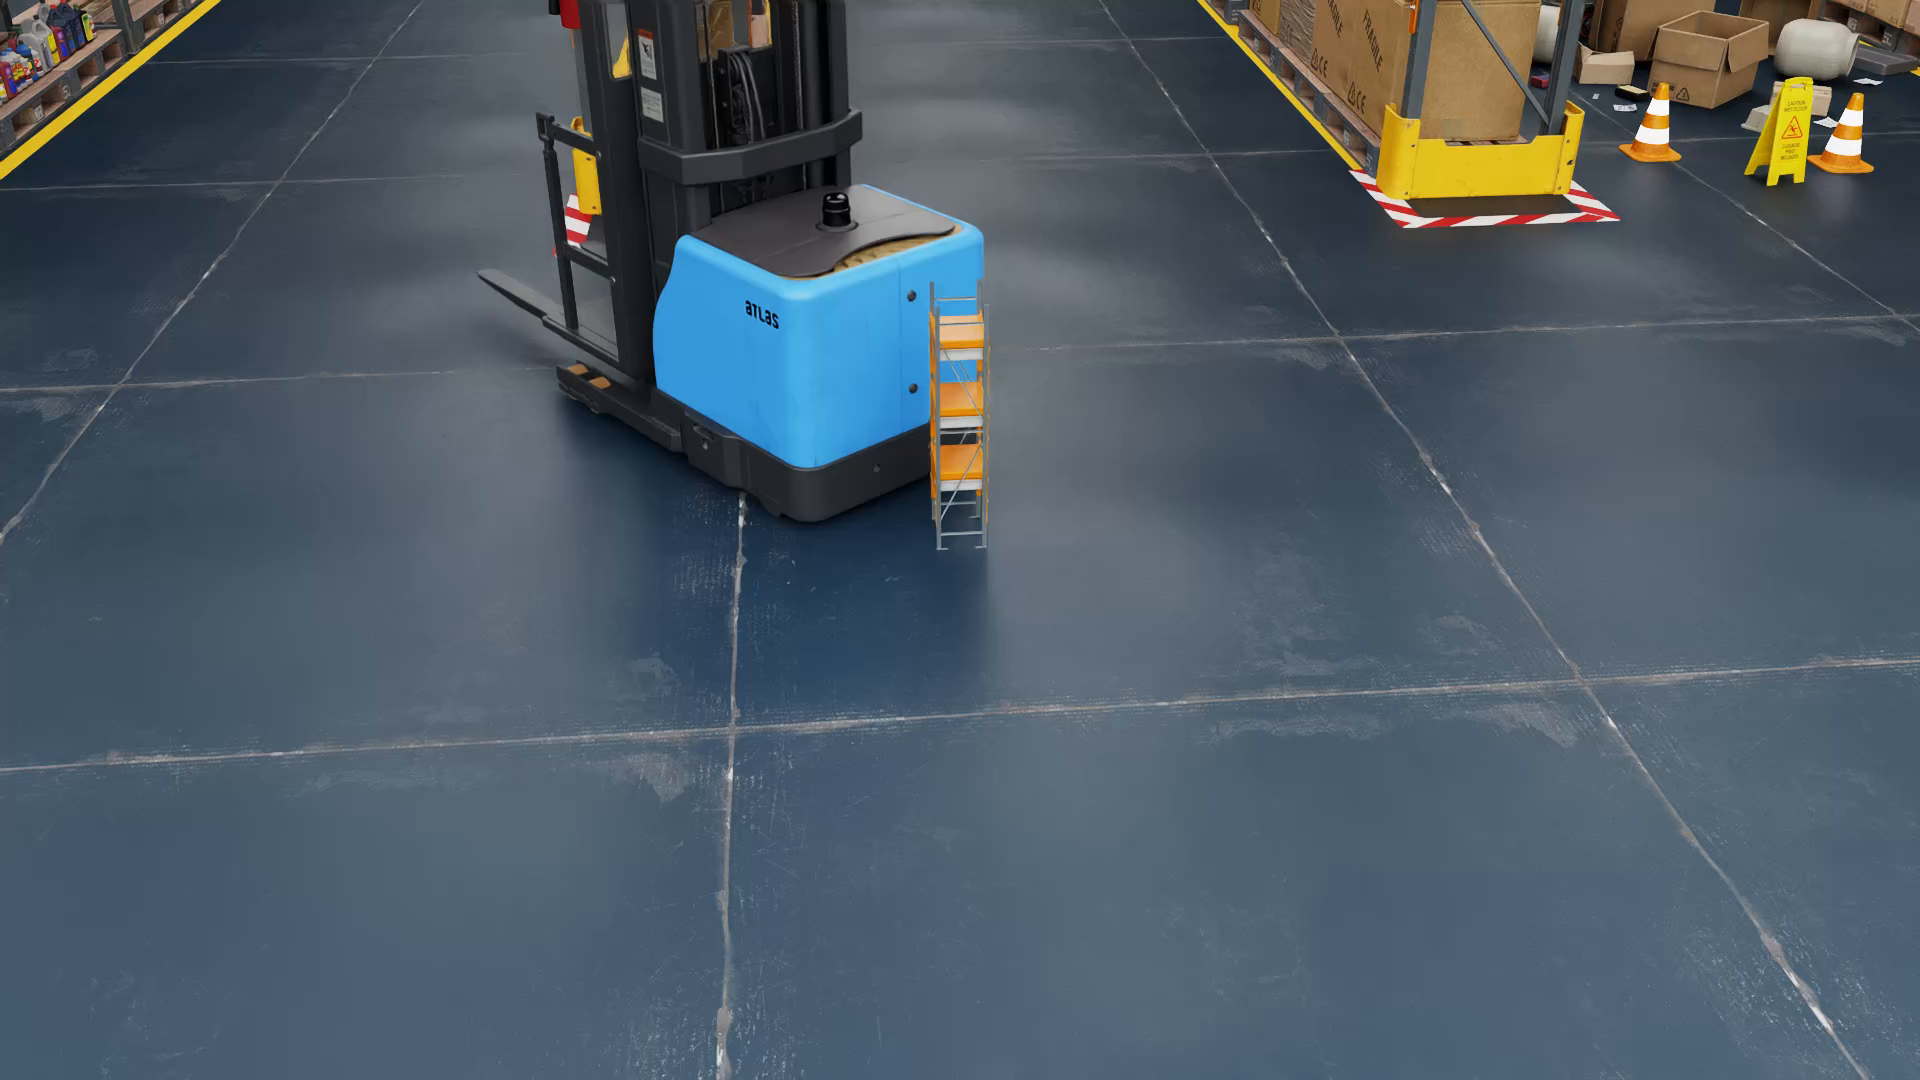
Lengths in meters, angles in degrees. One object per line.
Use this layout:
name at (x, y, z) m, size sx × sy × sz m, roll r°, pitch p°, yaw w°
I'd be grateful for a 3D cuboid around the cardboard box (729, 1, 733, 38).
cardboard box at (-2.045, -3.981, 12.517) m, size 0.500 × 0.500 × 0.500 m, roll 7°, pitch 32°, yaw 11°

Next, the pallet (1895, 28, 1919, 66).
pallet at (7.978, -3.684, 12.712) m, size 1.003 × 0.211 × 1.213 m, roll -3°, pitch 31°, yaw -5°

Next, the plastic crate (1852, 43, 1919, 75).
plastic crate at (7.093, -3.752, 12.954) m, size 0.402 × 0.080 × 0.583 m, roll -14°, pitch 33°, yaw -22°

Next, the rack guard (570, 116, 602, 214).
rack guard at (-1.737, -2.295, 10.105) m, size 1.175 × 0.500 × 0.348 m, roll -3°, pitch 31°, yaw -5°

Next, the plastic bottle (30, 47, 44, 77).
plastic bottle at (-6.590, -3.402, 11.820) m, size 0.097 × 0.201 × 0.097 m, roll 0°, pitch 31°, yaw 0°

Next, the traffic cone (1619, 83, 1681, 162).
traffic cone at (4.582, -2.766, 10.929) m, size 0.336 × 0.463 × 0.334 m, roll -3°, pitch 31°, yaw -5°

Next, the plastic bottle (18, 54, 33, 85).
plastic bottle at (-6.571, -3.297, 11.645) m, size 0.097 × 0.201 × 0.097 m, roll 0°, pitch 31°, yaw 0°

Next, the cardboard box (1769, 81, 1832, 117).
cardboard box at (6.003, -3.153, 11.883) m, size 0.380 × 0.149 × 0.250 m, roll 13°, pitch 33°, yaw 21°

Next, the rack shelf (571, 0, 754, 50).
rack shelf at (-1.917, -4.042, 11.293) m, size 1.077 × 0.370 × 4.000 m, roll -3°, pitch 31°, yaw -5°

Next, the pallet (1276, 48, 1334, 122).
pallet at (2.954, -3.344, 12.143) m, size 1.003 × 0.211 × 1.213 m, roll -3°, pitch 31°, yaw -5°

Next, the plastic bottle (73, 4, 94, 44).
plastic bottle at (-6.662, -3.927, 12.620) m, size 0.061 × 0.283 × 0.133 m, roll -1°, pitch 31°, yaw -2°

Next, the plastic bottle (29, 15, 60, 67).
plastic bottle at (-6.640, -3.608, 12.020) m, size 0.144 × 0.351 × 0.185 m, roll -3°, pitch 31°, yaw -5°

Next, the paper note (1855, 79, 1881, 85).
paper note at (6.828, -3.451, 12.497) m, size 0.142 × 0.019 × 0.148 m, roll -14°, pitch 33°, yaw -22°

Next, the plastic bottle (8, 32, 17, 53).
plastic bottle at (-6.735, -3.491, 11.889) m, size 0.061 × 0.283 × 0.133 m, roll -3°, pitch 31°, yaw -5°

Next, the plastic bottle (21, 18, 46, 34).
plastic bottle at (-6.815, -3.721, 12.282) m, size 0.152 × 0.276 × 0.135 m, roll -3°, pitch 31°, yaw -5°

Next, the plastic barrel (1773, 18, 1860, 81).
plastic barrel at (6.436, -3.680, 12.499) m, size 0.512 × 0.421 × 0.421 m, roll 20°, pitch 36°, yaw 29°

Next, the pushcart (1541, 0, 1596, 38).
pushcart at (5.498, -4.586, 14.060) m, size 1.648 × 0.377 × 0.936 m, roll -14°, pitch 33°, yaw -22°

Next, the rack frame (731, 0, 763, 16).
rack frame at (-2.104, -5.372, 12.818) m, size 1.000 × 3.000 × 0.127 m, roll -3°, pitch 31°, yaw -5°

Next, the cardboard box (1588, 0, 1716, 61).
cardboard box at (5.356, -4.043, 12.896) m, size 0.797 × 0.637 × 0.503 m, roll -3°, pitch 31°, yaw -5°

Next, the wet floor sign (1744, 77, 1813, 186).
wet floor sign at (5.192, -2.585, 10.448) m, size 0.267 × 0.644 × 0.232 m, roll -8°, pitch 32°, yaw -13°

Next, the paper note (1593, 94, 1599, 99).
paper note at (4.659, -3.250, 12.181) m, size 0.032 × 0.001 × 0.123 m, roll 13°, pitch 33°, yaw 21°

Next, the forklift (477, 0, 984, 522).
forklift at (-1.249, -2.002, 7.244) m, size 1.130 × 2.935 × 3.031 m, roll -25°, pitch 39°, yaw -35°

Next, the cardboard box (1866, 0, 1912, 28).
cardboard box at (7.610, -4.260, 13.229) m, size 0.500 × 0.250 × 0.500 m, roll -1°, pitch 31°, yaw -2°

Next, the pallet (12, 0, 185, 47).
pallet at (-7.147, -4.336, 13.804) m, size 1.003 × 0.211 × 1.213 m, roll -3°, pitch 31°, yaw -5°

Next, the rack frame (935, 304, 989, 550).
rack frame at (0.006, -0.416, 6.422) m, size 0.200 × 1.050 × 0.008 m, roll -3°, pitch 31°, yaw -5°

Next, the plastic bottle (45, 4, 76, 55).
plastic bottle at (-6.670, -3.773, 12.296) m, size 0.144 × 0.351 × 0.185 m, roll -4°, pitch 31°, yaw -7°

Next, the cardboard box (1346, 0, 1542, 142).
cardboard box at (3.089, -3.127, 10.722) m, size 0.875 × 0.875 × 0.875 m, roll -3°, pitch 31°, yaw -4°

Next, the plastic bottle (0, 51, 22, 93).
plastic bottle at (-6.553, -3.225, 11.456) m, size 0.097 × 0.271 × 0.097 m, roll 0°, pitch 31°, yaw 0°

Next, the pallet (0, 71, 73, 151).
pallet at (-6.897, -2.968, 11.513) m, size 1.003 × 0.211 × 1.213 m, roll -3°, pitch 31°, yaw -5°

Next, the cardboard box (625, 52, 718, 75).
cardboard box at (-1.772, -2.756, 10.468) m, size 0.500 × 0.500 × 0.500 m, roll 3°, pitch 31°, yaw 5°

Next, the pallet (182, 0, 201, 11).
pallet at (-7.264, -4.961, 14.849) m, size 1.003 × 0.211 × 1.213 m, roll -3°, pitch 31°, yaw -5°

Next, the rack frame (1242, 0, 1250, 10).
rack frame at (2.844, -5.558, 13.130) m, size 1.000 × 3.000 × 0.127 m, roll -3°, pitch 31°, yaw -5°

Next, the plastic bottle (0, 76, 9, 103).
plastic bottle at (-6.530, -3.073, 11.270) m, size 0.097 × 0.201 × 0.097 m, roll 0°, pitch 31°, yaw 0°

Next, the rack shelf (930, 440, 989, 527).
rack shelf at (-0.005, -0.230, 6.674) m, size 0.215 × 0.259 × 0.240 m, roll -3°, pitch 31°, yaw -5°

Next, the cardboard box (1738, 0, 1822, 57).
cardboard box at (6.508, -4.162, 13.228) m, size 0.500 × 0.500 × 0.500 m, roll 20°, pitch 36°, yaw 29°

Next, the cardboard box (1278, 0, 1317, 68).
cardboard box at (2.921, -4.041, 12.253) m, size 0.875 × 0.875 × 0.875 m, roll -3°, pitch 31°, yaw -4°

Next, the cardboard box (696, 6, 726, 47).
cardboard box at (-1.901, -3.380, 11.512) m, size 0.500 × 0.500 × 0.500 m, roll 0°, pitch 31°, yaw 0°

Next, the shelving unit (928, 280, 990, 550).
shelving unit at (-0.005, -0.478, 6.527) m, size 0.215 × 1.050 × 0.252 m, roll -3°, pitch 31°, yaw -5°

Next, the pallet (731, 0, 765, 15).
pallet at (-2.178, -4.572, 14.199) m, size 1.003 × 0.211 × 1.213 m, roll -3°, pitch 31°, yaw -5°

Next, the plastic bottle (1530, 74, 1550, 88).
plastic bottle at (4.429, -3.445, 12.458) m, size 0.283 × 0.061 × 0.133 m, roll -14°, pitch 33°, yaw -22°
